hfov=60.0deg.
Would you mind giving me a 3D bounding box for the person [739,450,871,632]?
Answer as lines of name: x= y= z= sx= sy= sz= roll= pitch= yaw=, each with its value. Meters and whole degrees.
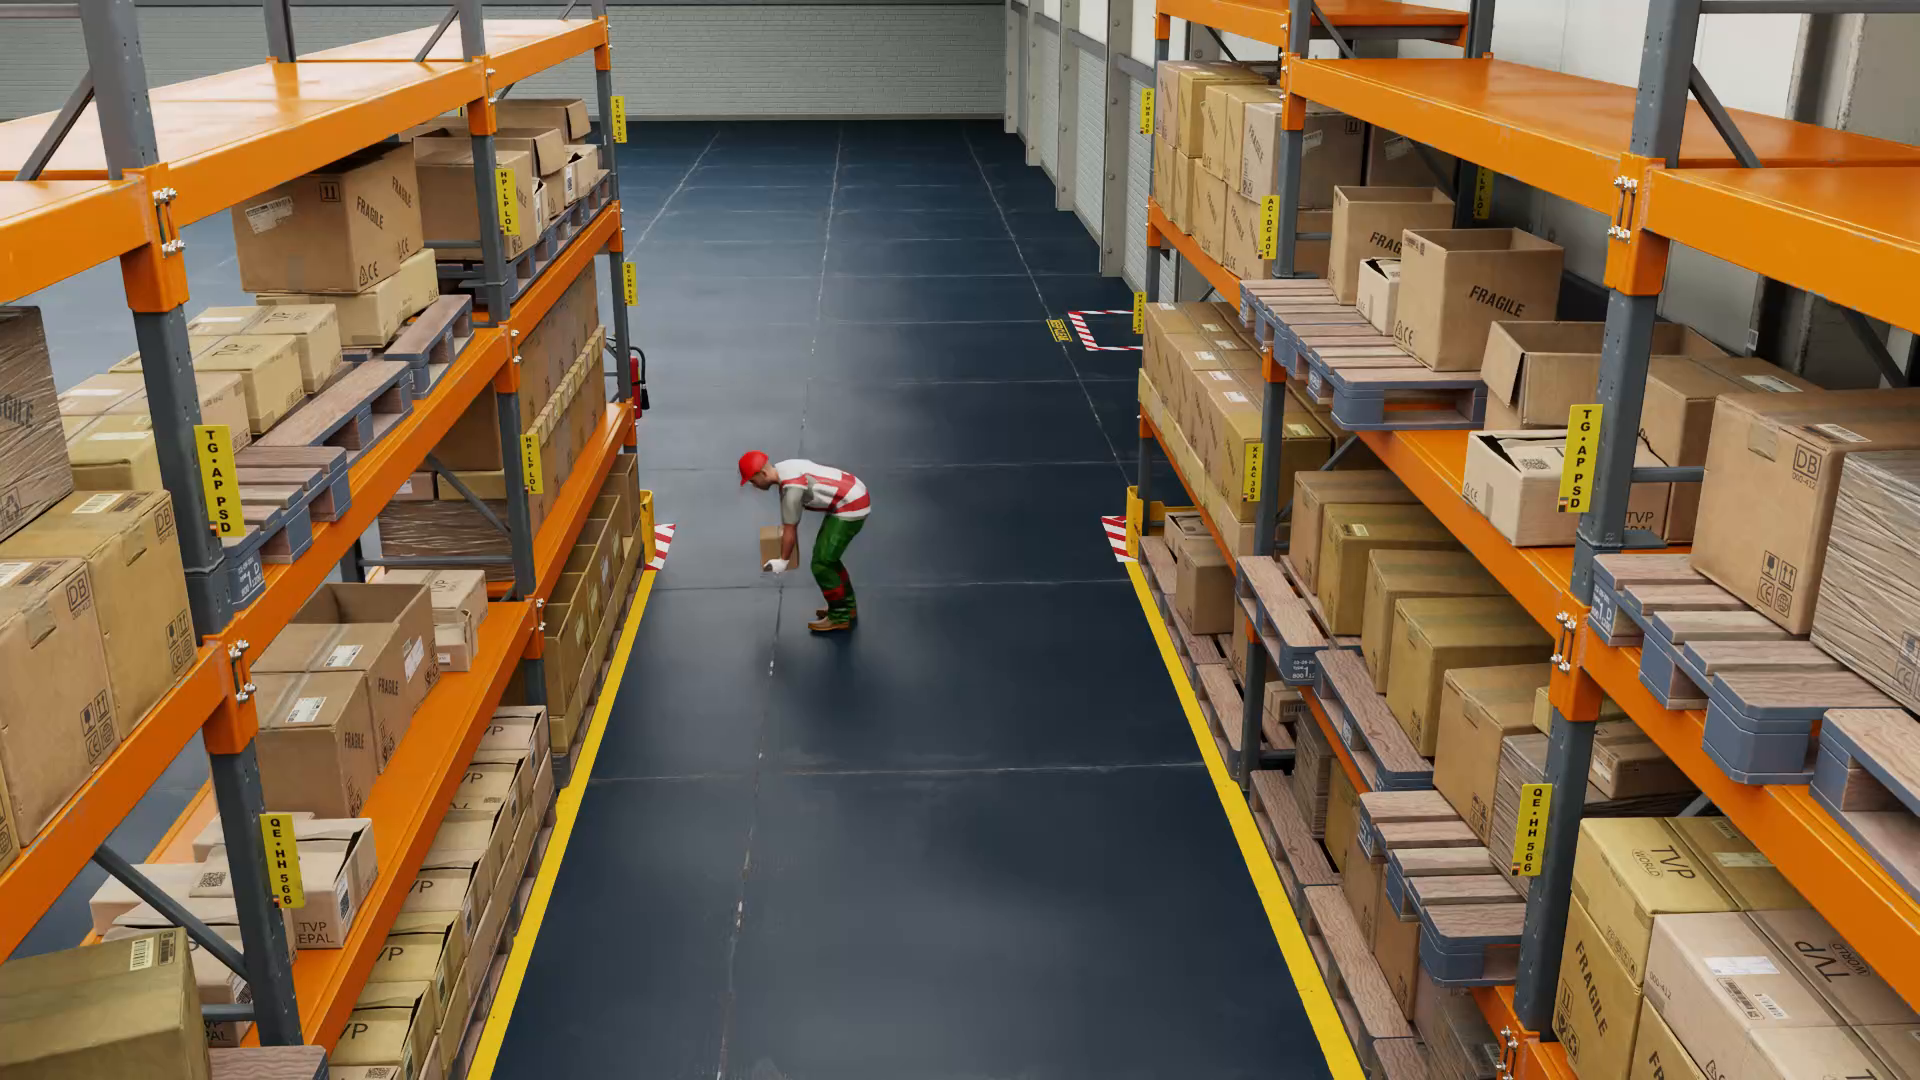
person: x=-1.080 y=-0.014 z=11.753 sx=0.909 sy=1.319 sz=0.497 roll=-2 pitch=20 yaw=-5
